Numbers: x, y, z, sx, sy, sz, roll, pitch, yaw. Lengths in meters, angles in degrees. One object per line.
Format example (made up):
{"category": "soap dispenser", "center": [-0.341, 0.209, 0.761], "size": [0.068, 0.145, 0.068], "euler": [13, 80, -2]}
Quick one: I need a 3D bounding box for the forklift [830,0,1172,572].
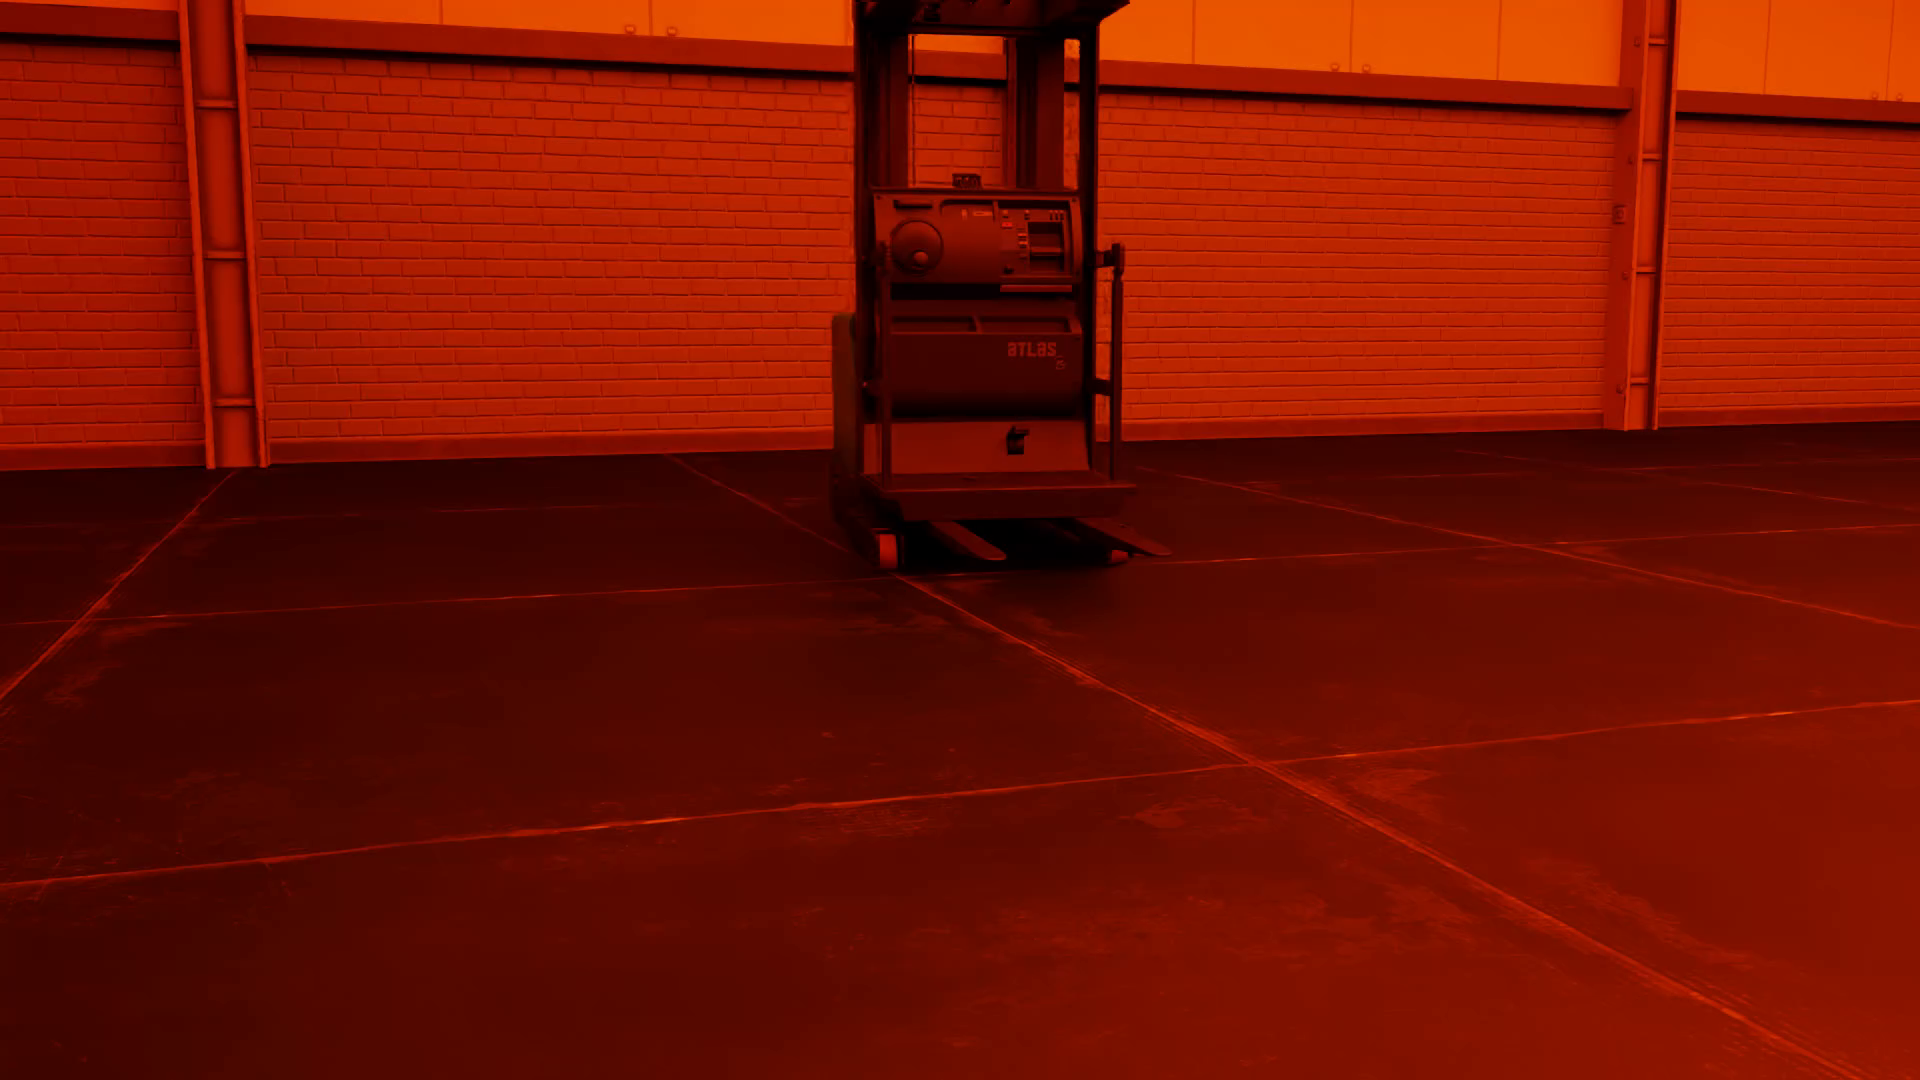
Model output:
{"category": "forklift", "center": [0.125, -1.372, 7.134], "size": [1.130, 2.935, 3.031], "euler": [-2, 8, -11]}
